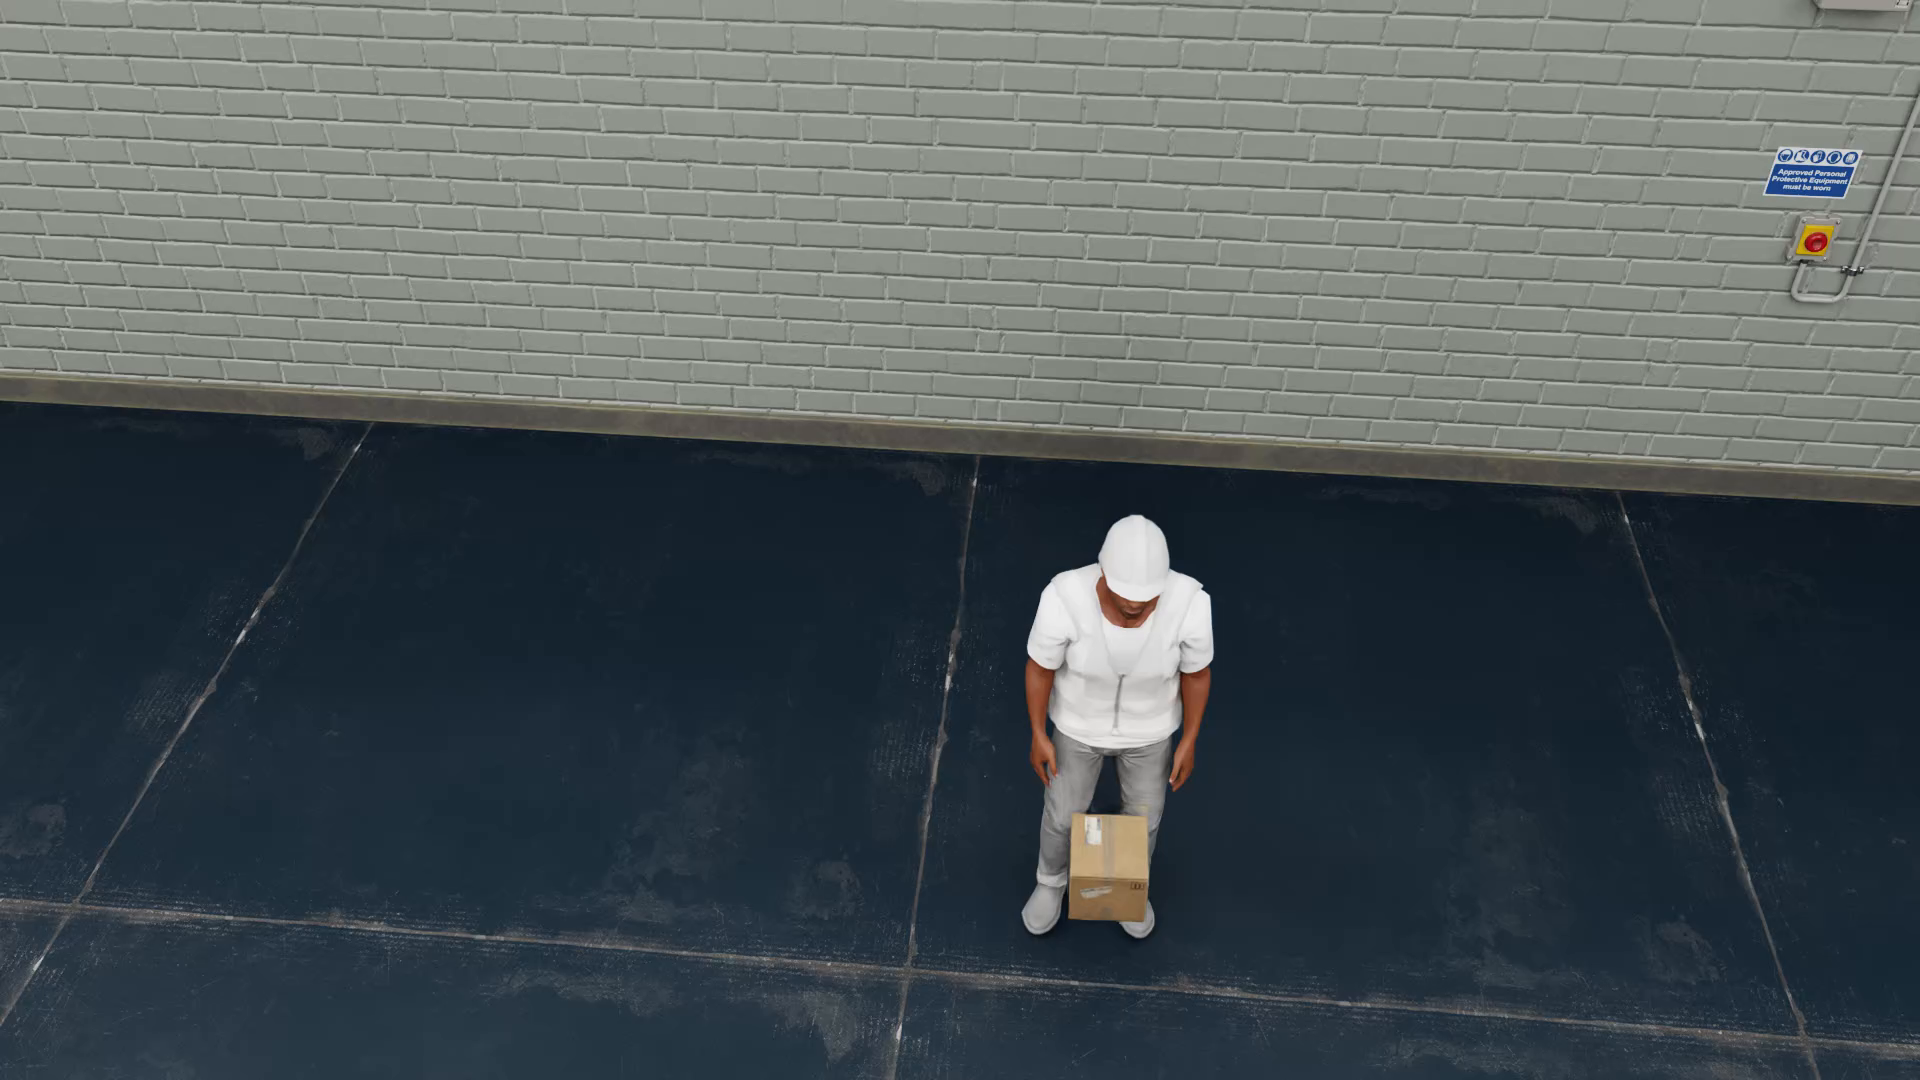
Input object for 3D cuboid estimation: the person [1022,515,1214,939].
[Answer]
[{"bbox_3d":[0.502,0.609,5.412,0.591,1.761,0.430,2,40,3],"label":"person"}]
